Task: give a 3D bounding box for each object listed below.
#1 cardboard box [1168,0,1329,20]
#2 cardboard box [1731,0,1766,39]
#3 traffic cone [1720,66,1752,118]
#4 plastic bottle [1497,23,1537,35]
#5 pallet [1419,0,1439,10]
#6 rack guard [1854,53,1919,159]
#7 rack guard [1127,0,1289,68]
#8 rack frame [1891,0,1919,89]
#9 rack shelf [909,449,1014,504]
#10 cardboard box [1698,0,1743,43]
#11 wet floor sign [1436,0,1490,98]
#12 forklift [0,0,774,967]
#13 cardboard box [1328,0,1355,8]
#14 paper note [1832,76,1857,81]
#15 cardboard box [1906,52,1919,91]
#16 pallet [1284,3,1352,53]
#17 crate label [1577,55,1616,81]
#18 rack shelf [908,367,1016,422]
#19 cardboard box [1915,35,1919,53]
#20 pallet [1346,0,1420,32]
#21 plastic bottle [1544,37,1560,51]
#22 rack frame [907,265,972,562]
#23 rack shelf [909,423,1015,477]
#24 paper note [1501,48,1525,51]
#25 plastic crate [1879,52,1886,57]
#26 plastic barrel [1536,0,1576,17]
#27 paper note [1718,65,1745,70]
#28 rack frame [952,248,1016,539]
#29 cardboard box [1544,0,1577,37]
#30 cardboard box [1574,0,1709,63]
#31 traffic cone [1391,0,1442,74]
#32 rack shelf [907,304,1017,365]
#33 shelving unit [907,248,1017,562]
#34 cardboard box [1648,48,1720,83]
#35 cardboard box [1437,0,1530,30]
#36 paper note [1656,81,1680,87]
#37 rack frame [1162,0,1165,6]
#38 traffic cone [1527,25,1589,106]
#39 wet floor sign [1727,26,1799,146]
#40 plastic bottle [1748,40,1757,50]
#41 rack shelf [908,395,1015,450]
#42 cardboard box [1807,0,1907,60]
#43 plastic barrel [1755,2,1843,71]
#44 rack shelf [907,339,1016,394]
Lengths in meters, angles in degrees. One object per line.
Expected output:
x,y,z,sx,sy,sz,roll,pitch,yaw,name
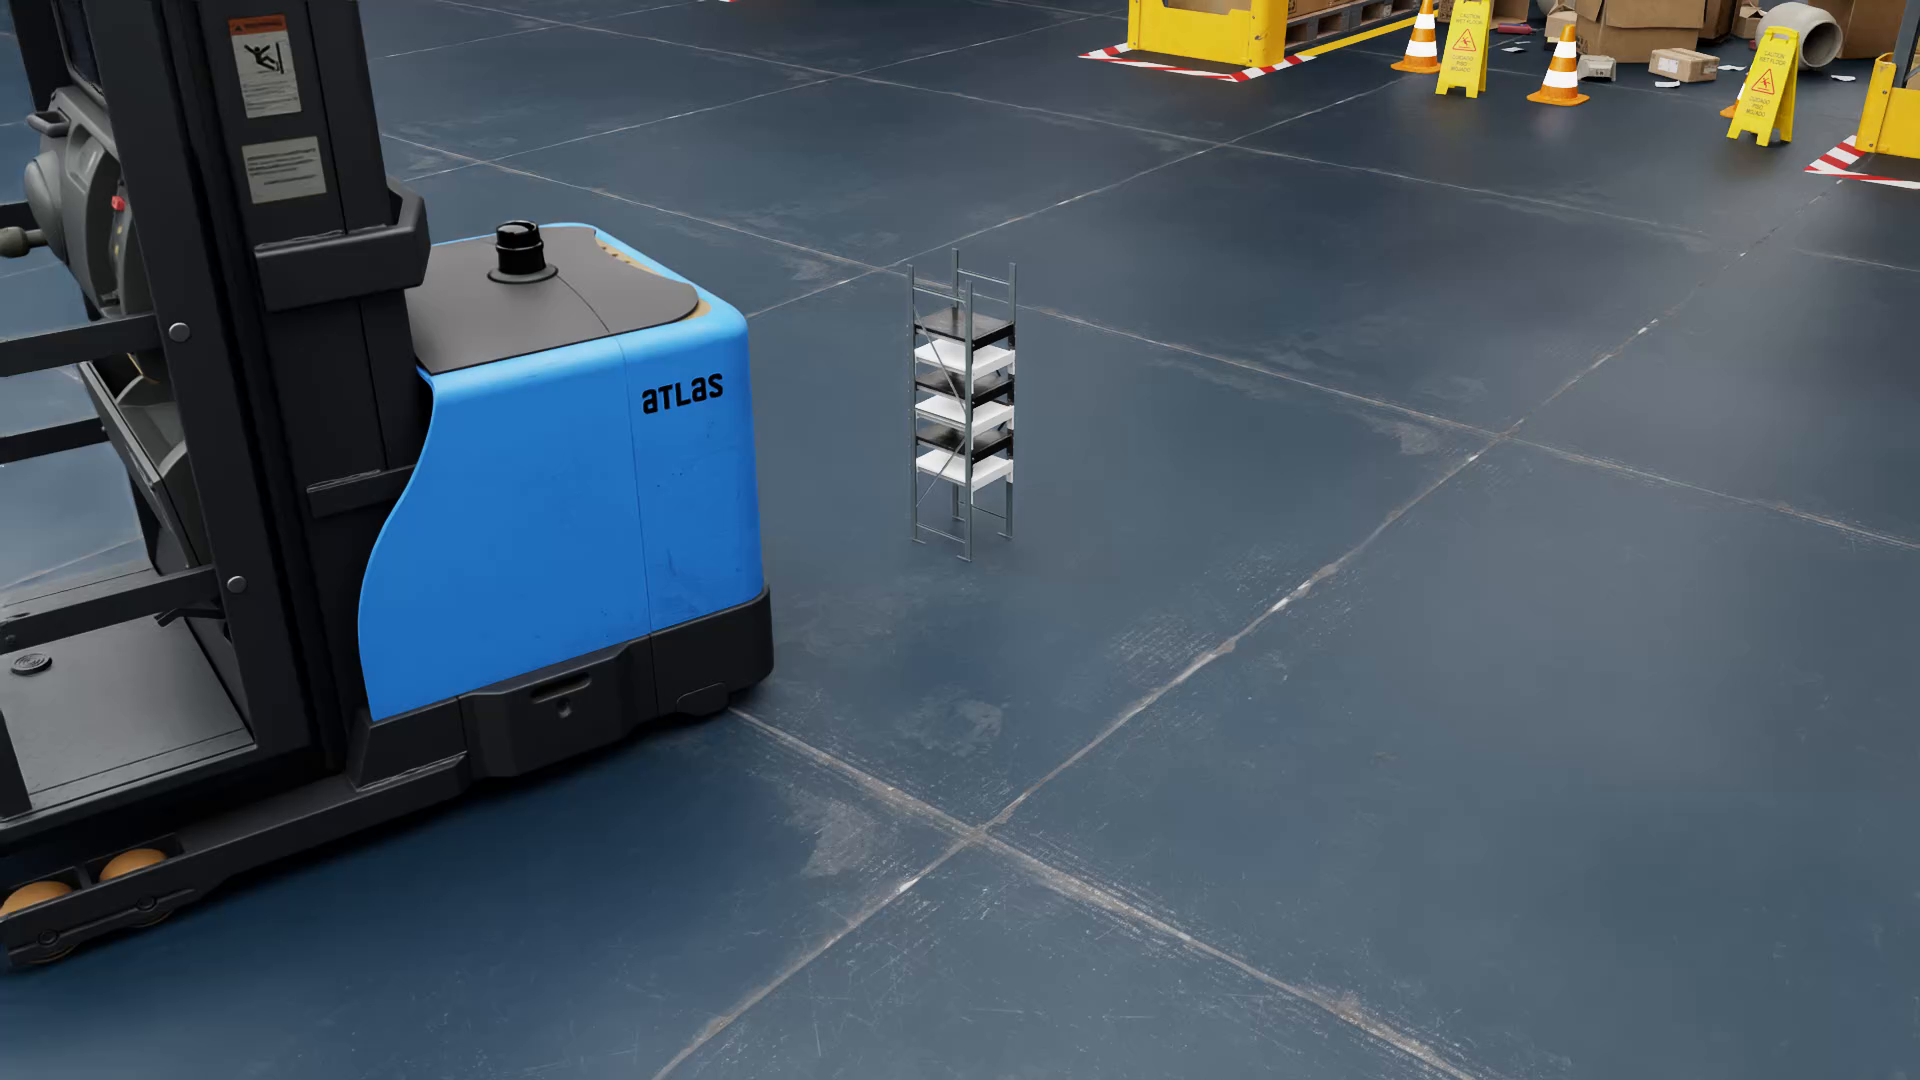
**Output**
2.165,-4.368,12.285,0.875,0.875,0.875,21,34,35,cardboard box
6.038,-3.997,12.688,0.258,0.266,0.396,0,27,0,cardboard box
4.946,-2.858,10.270,0.336,0.463,0.334,21,34,34,traffic cone
4.281,-3.925,12.770,0.283,0.061,0.133,9,29,17,plastic bottle
3.784,-4.799,14.296,1.003,0.211,1.213,21,34,34,pallet
5.716,-2.372,9.290,1.175,0.500,0.348,21,34,34,rack guard
1.769,-3.747,11.949,1.175,0.500,0.348,21,34,34,rack guard
5.668,-3.455,8.664,1.000,3.000,0.127,21,34,34,rack frame
0.005,-0.213,5.147,0.258,0.077,0.200,21,34,34,rack shelf
5.420,-4.103,12.486,0.797,0.637,0.503,21,34,34,cardboard box
3.294,-3.231,10.794,0.267,0.644,0.232,15,31,26,wet floor sign
-1.996,-0.685,3.384,3.031,2.935,1.130,-18,32,-31,forklift
2.723,-4.681,12.889,0.875,0.875,0.875,20,34,34,cardboard box
6.008,-3.145,11.297,0.142,0.019,0.148,9,29,17,paper note
5.990,-2.794,9.922,0.500,0.250,0.500,21,34,34,cardboard box
2.232,-3.934,12.624,1.003,0.211,1.213,21,34,34,pallet
4.326,-3.214,11.313,0.250,0.136,0.298,4,28,8,crate label
0.005,-0.453,5.023,0.258,0.077,0.200,21,34,34,rack shelf
5.976,-3.114,9.723,0.500,0.500,0.500,21,34,35,cardboard box
3.009,-4.364,13.456,1.003,0.211,1.213,21,34,34,pallet
4.387,-3.667,12.272,0.133,0.061,0.283,9,29,17,plastic bottle
-0.059,-0.367,4.979,0.240,0.900,0.006,21,34,34,rack frame
0.005,-0.293,5.105,0.258,0.077,0.200,21,34,34,rack shelf
4.065,-3.591,12.161,0.142,0.017,0.144,-15,31,-27,paper note
6.581,-3.259,11.463,0.402,0.080,0.583,9,29,17,plastic crate
4.791,-4.289,13.080,0.421,0.421,0.512,-5,28,-9,plastic barrel
5.389,-3.305,11.619,0.142,0.019,0.148,-15,31,-27,paper note
0.070,-0.439,5.118,0.240,0.900,0.006,21,34,34,rack frame
4.656,-3.922,12.542,0.258,0.266,0.396,-21,34,-35,cardboard box
4.832,-3.709,11.872,0.797,0.503,0.637,0,27,0,cardboard box
3.218,-3.512,11.536,0.336,0.463,0.334,21,34,34,traffic cone
0.005,-0.613,4.940,0.258,0.077,0.200,21,34,34,rack shelf
0.005,-0.403,5.049,0.258,0.900,0.210,21,34,34,shelving unit
4.943,-3.244,11.358,0.250,0.149,0.380,-10,29,-18,cardboard box
4.133,-4.325,13.063,0.500,0.500,0.500,-21,34,-35,cardboard box
4.733,-3.053,11.118,0.148,0.019,0.142,9,29,17,paper note
1.784,-4.866,11.391,1.000,3.000,0.127,21,34,34,rack frame
3.873,-3.061,10.664,0.336,0.463,0.334,21,34,34,traffic cone
4.722,-2.655,9.679,0.232,0.644,0.267,-15,31,-27,wet floor sign
5.944,-3.659,12.256,0.283,0.061,0.133,-21,34,-35,plastic bottle
0.005,-0.373,5.064,0.258,0.077,0.200,21,34,34,rack shelf
6.481,-3.782,12.013,0.500,0.500,0.500,-5,28,-9,cardboard box
5.814,-3.485,11.527,0.421,0.421,0.512,-5,28,-9,plastic barrel
0.005,-0.533,4.981,0.258,0.077,0.200,21,34,34,rack shelf
